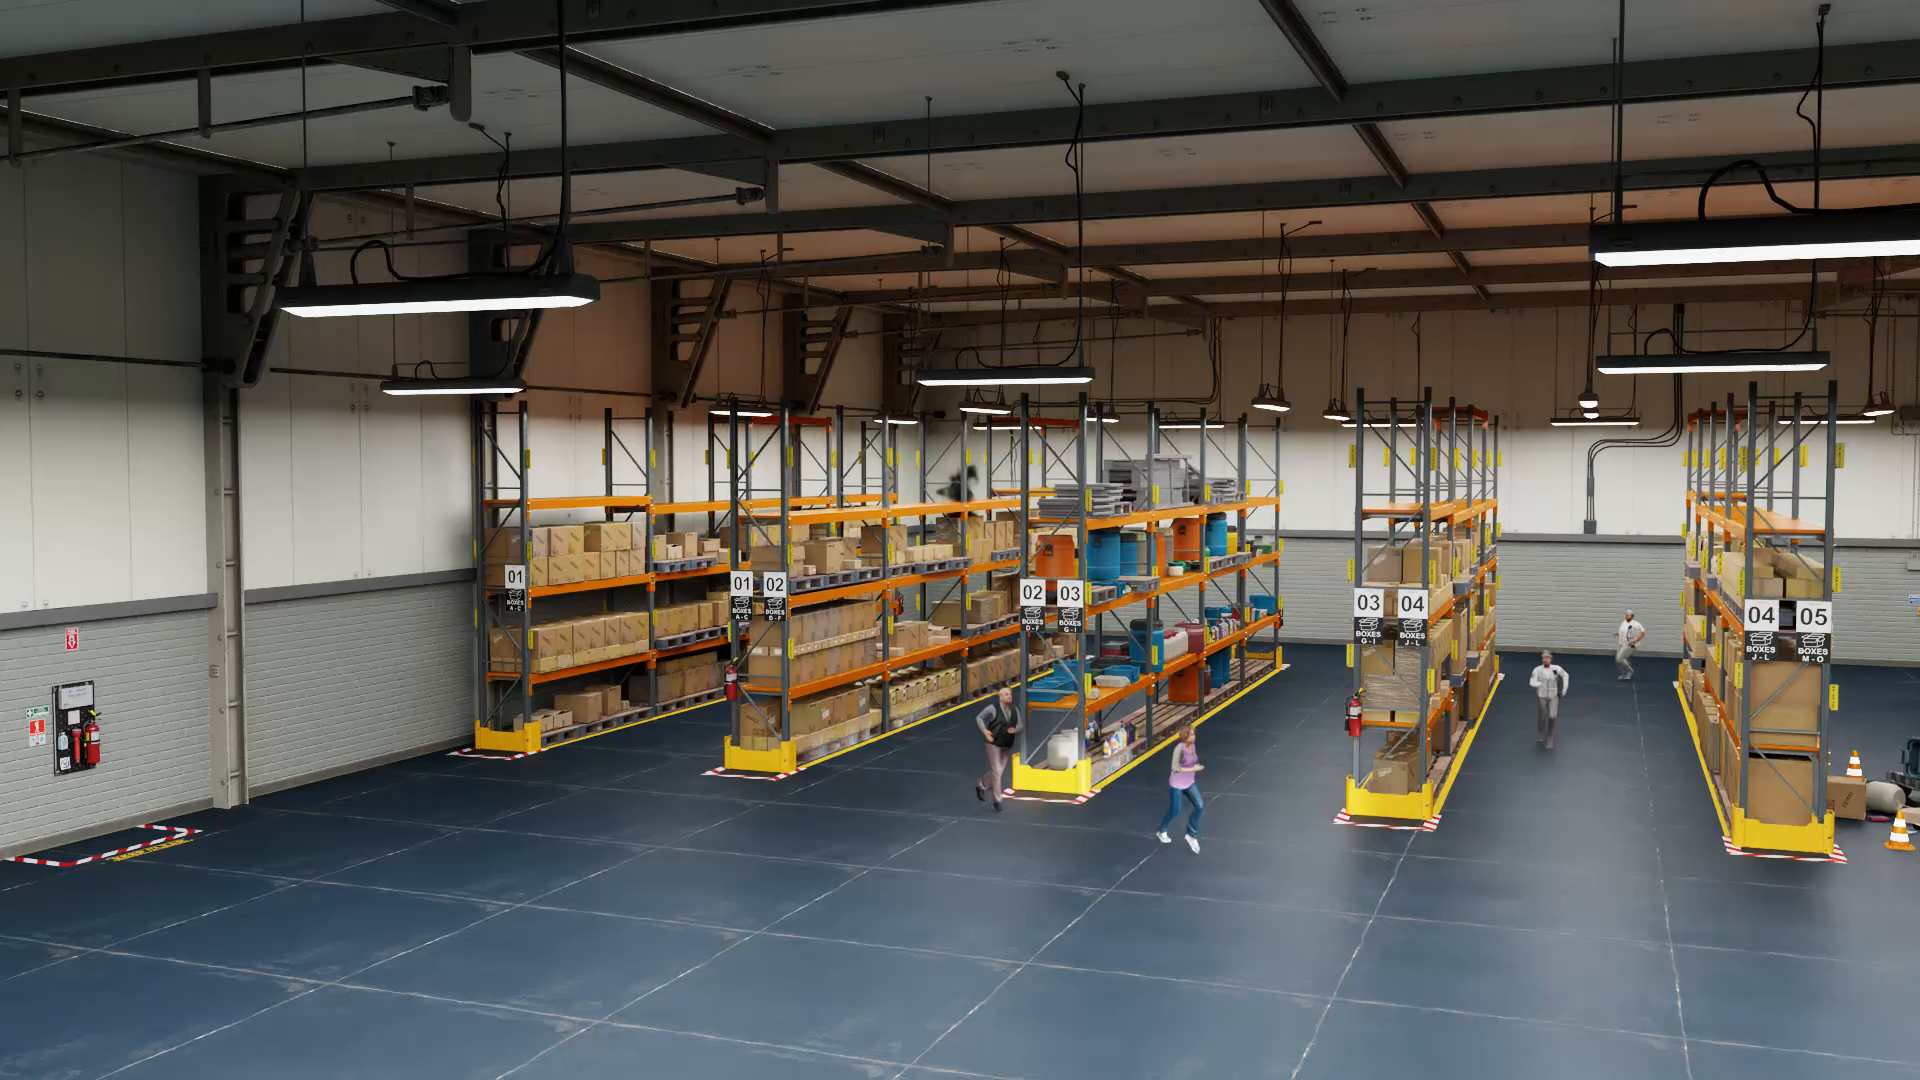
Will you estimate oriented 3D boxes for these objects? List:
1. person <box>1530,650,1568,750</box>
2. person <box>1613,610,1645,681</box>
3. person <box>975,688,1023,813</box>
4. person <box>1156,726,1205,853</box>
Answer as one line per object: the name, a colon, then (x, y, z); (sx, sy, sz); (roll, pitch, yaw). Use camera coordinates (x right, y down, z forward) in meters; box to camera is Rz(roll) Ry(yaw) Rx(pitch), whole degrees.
person: (10.215, 2.755, 28.853); (0.620, 1.729, 0.865); (1, 3, 23)
person: (15.046, 2.377, 37.513); (0.568, 1.615, 0.611); (-1, 3, -12)
person: (0.587, 2.998, 23.999); (0.674, 1.740, 0.887); (-2, 3, -30)
person: (2.827, 3.169, 21.306); (0.560, 1.616, 0.789); (-3, 4, -44)
